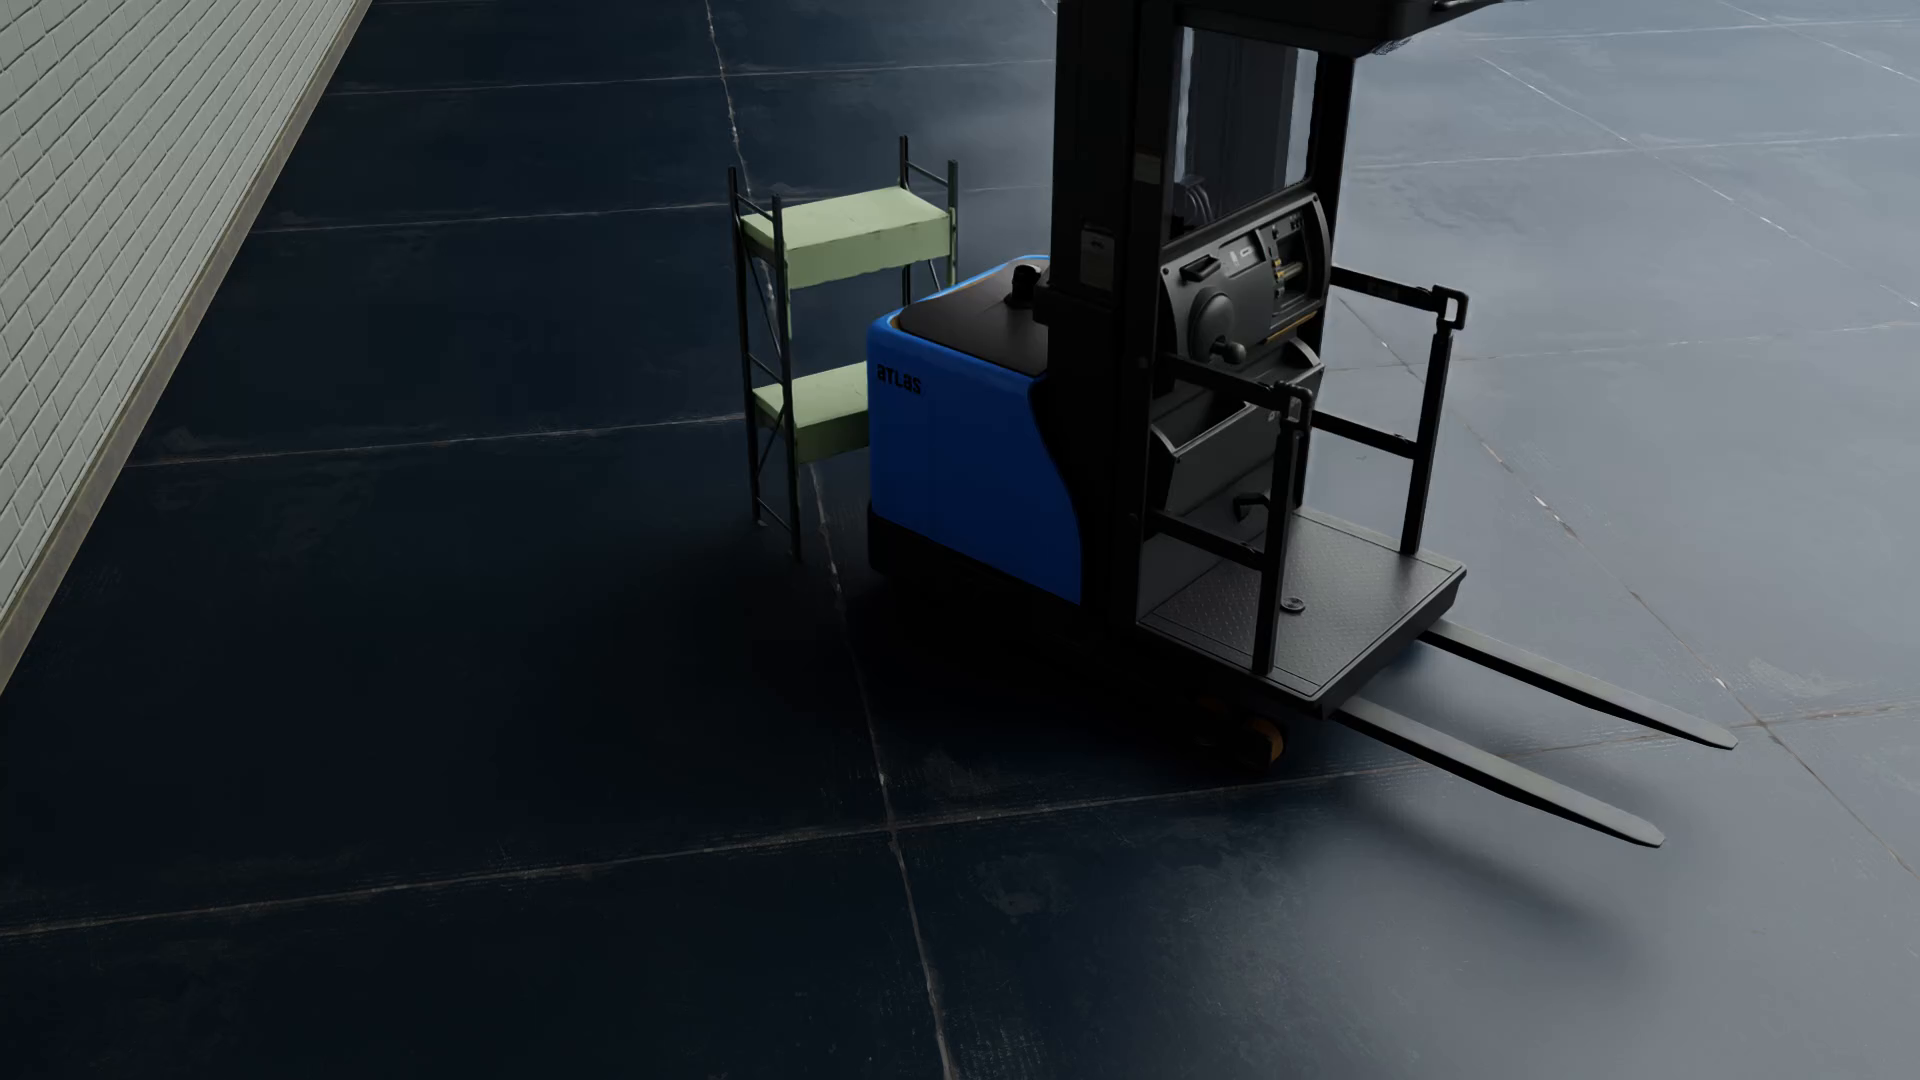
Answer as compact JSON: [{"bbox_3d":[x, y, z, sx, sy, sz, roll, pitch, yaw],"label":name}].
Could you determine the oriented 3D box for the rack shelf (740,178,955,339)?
[{"bbox_3d":[-0.433,-1.084,6.343,0.720,0.370,0.431,-17,35,-27],"label":"rack shelf"}]

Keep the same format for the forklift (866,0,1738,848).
[{"bbox_3d":[1.090,-0.814,5.242,3.031,2.935,1.130,24,38,34],"label":"forklift"}]

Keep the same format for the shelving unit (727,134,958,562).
[{"bbox_3d":[-0.433,-0.747,6.541,0.755,1.500,0.431,-17,35,-27],"label":"shelving unit"}]

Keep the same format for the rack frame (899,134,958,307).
[{"bbox_3d":[-0.122,-0.845,6.708,0.023,1.500,0.400,-17,35,-27],"label":"rack frame"}]

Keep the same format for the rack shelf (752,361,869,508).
[{"bbox_3d":[-0.433,-0.466,6.707,0.720,0.370,0.431,-17,35,-27],"label":"rack shelf"}]

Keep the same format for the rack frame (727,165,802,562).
[{"bbox_3d":[-0.744,-0.650,6.375,0.023,1.500,0.400,-17,35,-27],"label":"rack frame"}]
